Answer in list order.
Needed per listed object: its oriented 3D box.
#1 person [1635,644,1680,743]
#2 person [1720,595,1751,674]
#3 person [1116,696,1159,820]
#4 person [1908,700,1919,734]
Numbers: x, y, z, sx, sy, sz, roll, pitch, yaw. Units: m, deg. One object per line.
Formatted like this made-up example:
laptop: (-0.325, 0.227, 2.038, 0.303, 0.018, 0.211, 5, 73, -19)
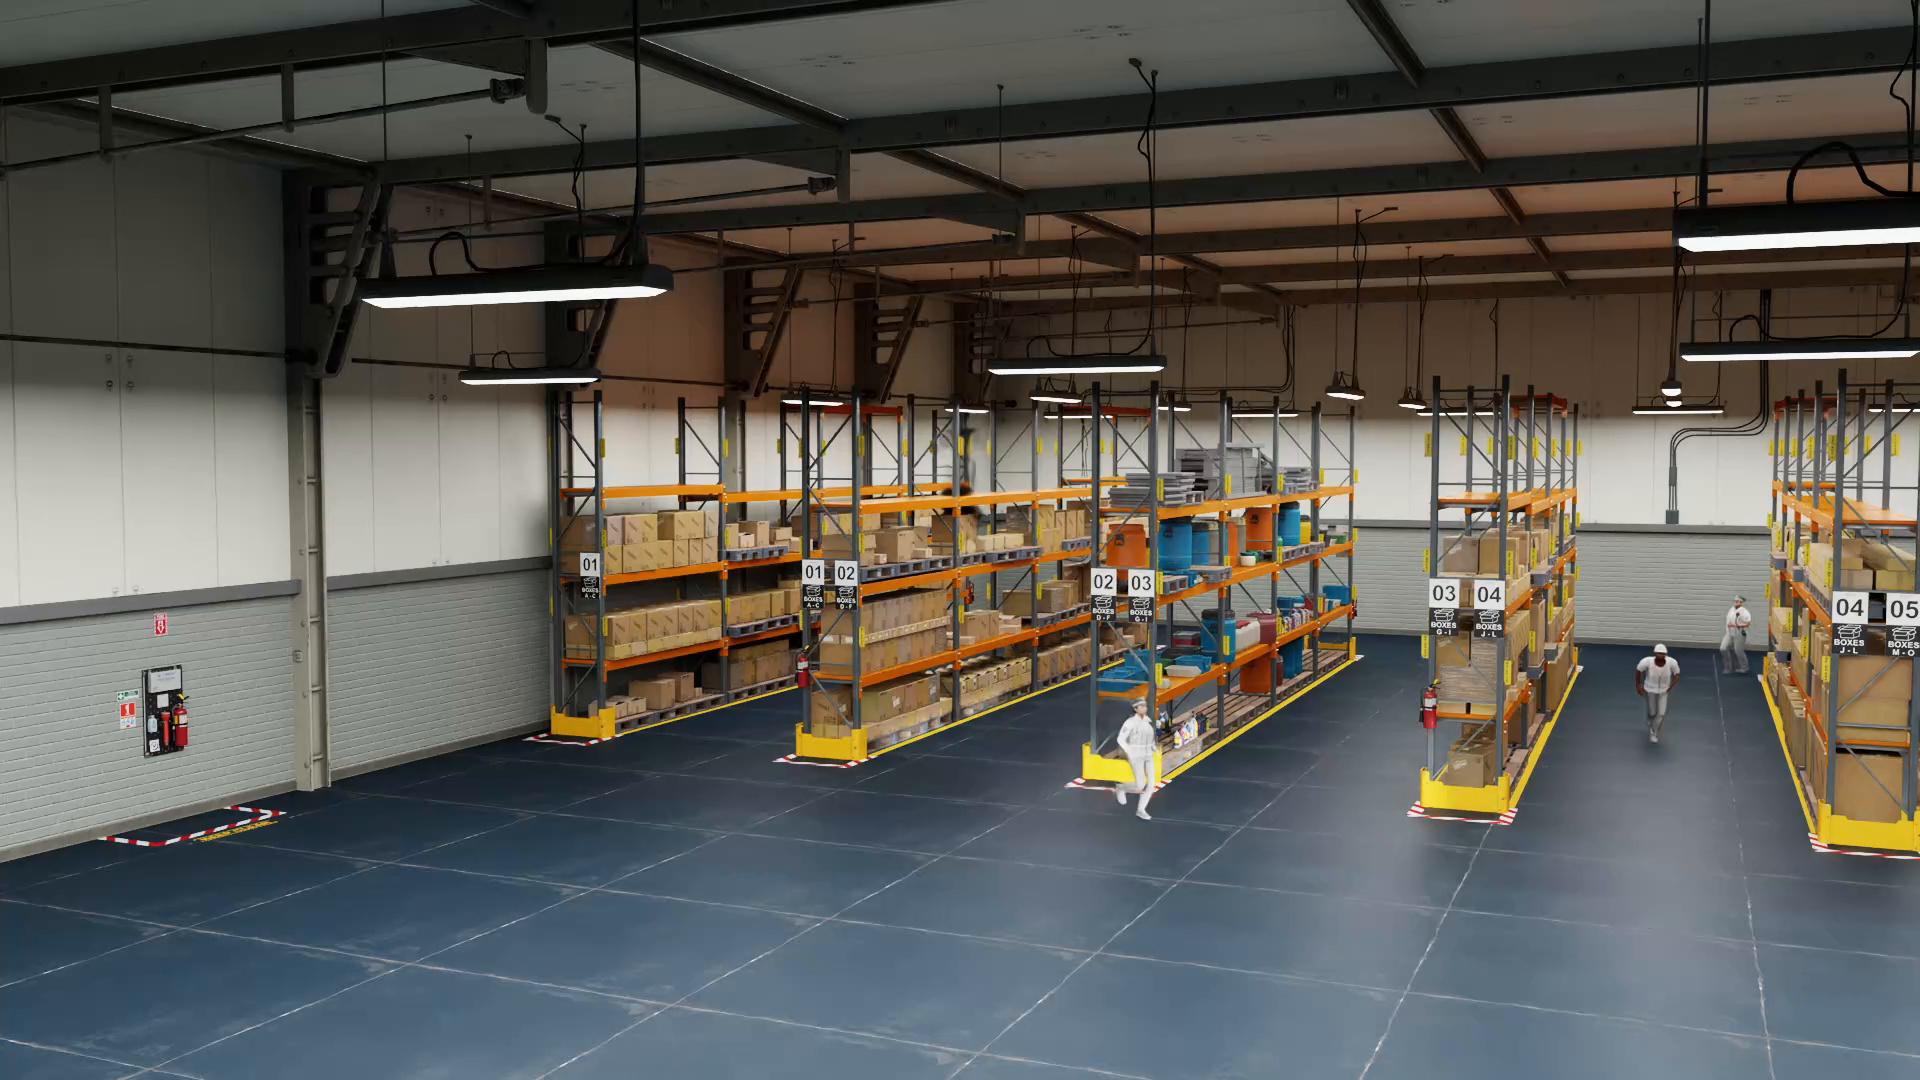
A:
person: (11.939, 2.605, 28.480, 0.697, 1.693, 0.840, 1, 3, 10)
person: (17.218, 2.127, 36.819, 0.691, 1.845, 0.654, -1, 3, -22)
person: (2.424, 2.938, 22.617, 0.630, 1.661, 0.615, -2, 4, -36)
person: (16.591, 2.534, 29.036, 0.699, 1.728, 0.687, 1, 3, 11)
